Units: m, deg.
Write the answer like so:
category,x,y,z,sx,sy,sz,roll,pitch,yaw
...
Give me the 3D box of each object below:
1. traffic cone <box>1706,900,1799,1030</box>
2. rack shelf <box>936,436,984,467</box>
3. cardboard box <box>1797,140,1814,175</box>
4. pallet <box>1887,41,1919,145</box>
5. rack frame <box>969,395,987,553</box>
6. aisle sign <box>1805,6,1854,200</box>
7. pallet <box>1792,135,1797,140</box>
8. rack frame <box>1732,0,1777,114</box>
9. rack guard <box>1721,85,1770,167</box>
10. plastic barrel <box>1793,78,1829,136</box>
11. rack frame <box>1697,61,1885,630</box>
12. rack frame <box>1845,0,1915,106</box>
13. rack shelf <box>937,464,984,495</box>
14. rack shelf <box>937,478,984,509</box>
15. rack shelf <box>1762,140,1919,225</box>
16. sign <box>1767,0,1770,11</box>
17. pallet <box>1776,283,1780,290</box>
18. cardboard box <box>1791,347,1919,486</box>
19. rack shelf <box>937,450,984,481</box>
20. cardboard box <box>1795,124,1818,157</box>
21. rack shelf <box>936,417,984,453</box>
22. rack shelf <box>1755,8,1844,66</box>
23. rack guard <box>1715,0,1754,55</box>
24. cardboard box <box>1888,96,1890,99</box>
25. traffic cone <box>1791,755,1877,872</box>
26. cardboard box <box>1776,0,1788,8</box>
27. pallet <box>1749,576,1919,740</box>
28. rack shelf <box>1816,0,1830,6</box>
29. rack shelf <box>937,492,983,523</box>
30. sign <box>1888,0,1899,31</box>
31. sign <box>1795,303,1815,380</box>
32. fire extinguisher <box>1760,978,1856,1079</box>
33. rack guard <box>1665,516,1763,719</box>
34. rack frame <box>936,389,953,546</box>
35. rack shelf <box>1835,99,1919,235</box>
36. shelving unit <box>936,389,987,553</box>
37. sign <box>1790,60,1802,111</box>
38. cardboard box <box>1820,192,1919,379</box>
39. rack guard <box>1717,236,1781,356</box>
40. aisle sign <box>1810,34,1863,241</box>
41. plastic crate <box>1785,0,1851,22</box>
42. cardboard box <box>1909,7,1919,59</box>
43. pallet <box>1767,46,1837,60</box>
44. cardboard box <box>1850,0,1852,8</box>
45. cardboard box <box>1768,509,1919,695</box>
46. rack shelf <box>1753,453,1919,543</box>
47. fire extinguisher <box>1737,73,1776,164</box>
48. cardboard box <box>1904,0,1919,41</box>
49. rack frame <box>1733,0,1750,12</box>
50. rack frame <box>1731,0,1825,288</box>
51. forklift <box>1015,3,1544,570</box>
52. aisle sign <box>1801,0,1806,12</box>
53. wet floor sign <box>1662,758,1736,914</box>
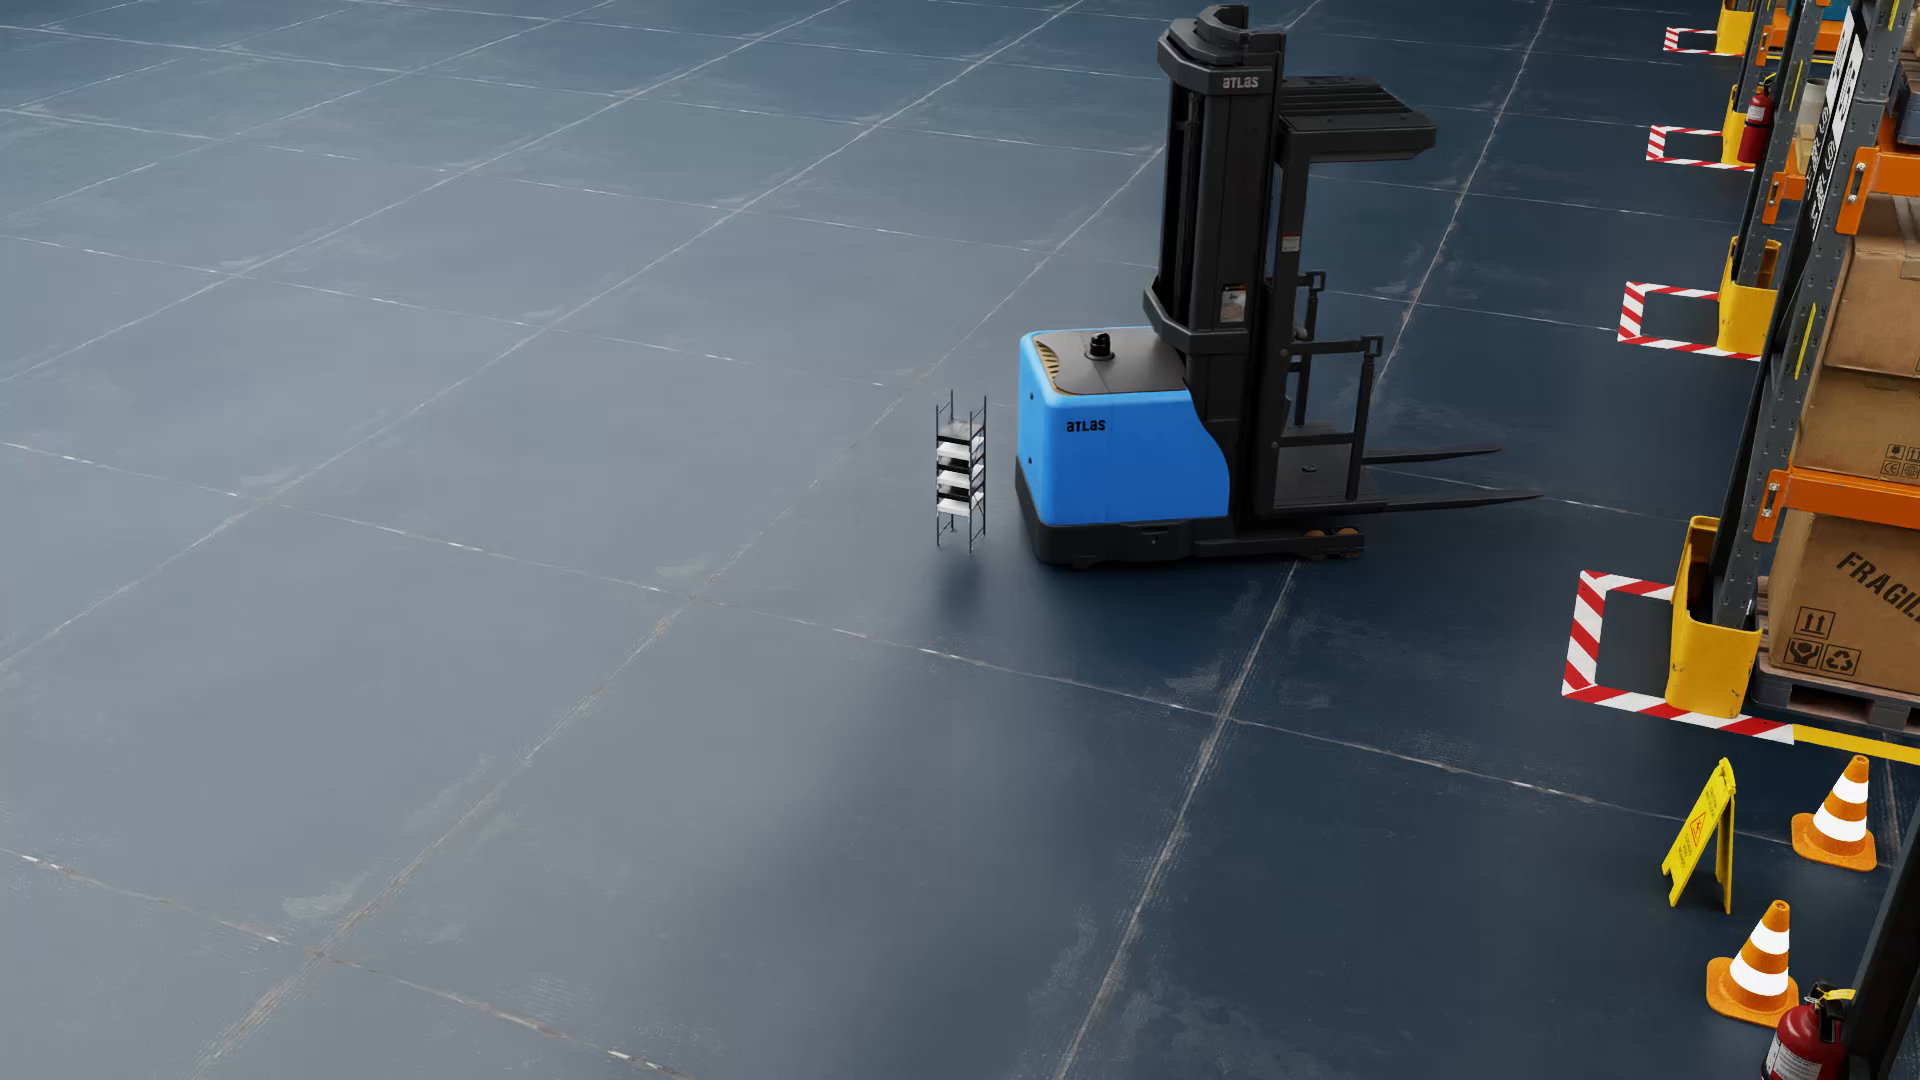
category,x,y,z,sx,sy,sz,roll,pitch,yaw
traffic cone,3.130,1.595,6.459,0.334,0.463,0.336,11,31,19
rack shelf,0.008,-0.518,9.454,0.200,0.077,0.258,11,31,19
cardboard box,6.045,-2.680,11.698,0.250,0.149,0.380,11,31,19
pallet,4.603,-1.843,7.003,1.213,0.211,1.003,11,31,19
rack frame,0.102,-0.371,9.493,0.006,0.900,0.240,11,31,19
aisle sign,3.959,-1.989,7.579,0.004,0.787,0.394,11,31,19
pallet,8.572,-3.850,16.347,1.213,0.211,1.003,11,31,19
rack frame,7.733,-5.209,15.918,0.127,3.000,1.000,11,31,19
rack guard,7.821,-4.128,16.546,0.348,0.500,1.175,11,31,19
plastic barrel,8.371,-4.222,16.273,0.421,0.512,0.421,0,29,0
rack frame,3.912,-0.708,7.954,0.127,3.000,1.000,11,31,19
rack frame,3.912,-3.320,6.478,0.127,3.000,1.000,11,31,19
rack shelf,0.008,-0.361,9.542,0.200,0.077,0.258,11,31,19
rack shelf,0.008,-0.283,9.587,0.200,0.077,0.258,11,31,19
rack shelf,7.724,-2.268,11.444,4.000,0.370,1.077,11,31,19
sign,7.522,-5.080,15.407,0.005,0.325,0.100,11,31,19
pallet,6.680,-1.556,12.289,1.213,0.211,1.003,11,31,19
cardboard box,4.273,-0.725,7.832,0.550,0.550,0.875,11,31,19
rack shelf,0.008,-0.440,9.498,0.200,0.077,0.258,11,31,19
cardboard box,6.212,-2.883,12.057,0.250,0.149,0.380,11,31,19
rack shelf,0.008,-0.596,9.409,0.200,0.077,0.258,11,31,19
rack shelf,9.586,-4.526,15.440,4.000,0.370,1.077,11,31,19
rack guard,9.576,-6.383,20.535,0.348,0.500,1.175,11,31,19
cardboard box,6.370,-3.009,11.622,0.500,0.500,0.875,11,31,19
traffic cone,3.870,1.142,7.259,0.334,0.463,0.336,11,31,19
cardboard box,10.207,-6.816,20.365,0.500,0.500,0.500,11,31,19
pallet,4.682,0.618,8.442,1.213,0.211,1.003,11,31,19
rack shelf,7.724,-3.573,10.706,4.000,0.370,1.077,11,31,19
rack shelf,0.008,-0.205,9.631,0.200,0.077,0.258,11,31,19
sign,3.698,-2.177,6.536,0.005,0.325,0.100,11,31,19
sign,3.698,-0.867,7.276,0.005,0.325,0.100,11,31,19
fire extinguisher,2.212,1.370,4.356,0.183,0.674,0.296,11,31,19
rack guard,3.890,0.376,8.577,0.348,0.500,1.175,11,31,19
rack frame,-0.087,-0.409,9.559,0.006,0.900,0.240,11,31,19
rack shelf,5.765,-1.331,6.738,4.000,0.370,1.077,11,31,19
shelving unit,0.008,-0.390,9.526,0.210,0.900,0.258,11,31,19
sign,5.667,-3.080,11.271,0.005,0.325,0.100,11,31,19
cardboard box,4.241,-1.157,7.499,0.550,0.550,0.875,11,31,19
rack guard,5.941,-1.848,12.512,0.348,0.500,1.175,11,31,19
aisle sign,3.734,-1.716,7.095,0.004,0.787,0.394,11,31,19
plastic crate,8.309,-5.188,16.032,0.616,0.251,0.499,11,31,19
cardboard box,4.348,-2.224,7.314,0.250,0.149,0.380,11,31,19
pallet,10.323,-6.131,20.382,1.213,0.211,1.003,11,31,19
cardboard box,6.473,-3.570,11.598,0.500,0.500,0.500,11,31,19
cardboard box,4.565,0.130,8.205,0.875,0.875,0.875,11,31,19
rack shelf,5.765,-0.025,7.476,4.000,0.370,1.077,11,31,19
fire extinguisher,5.938,-3.148,12.350,0.183,0.674,0.296,11,31,19
cardboard box,6.278,-3.333,11.178,0.500,0.500,0.500,11,31,19
rack frame,9.598,-7.467,19.912,0.127,3.000,1.000,11,31,19
rack frame,5.870,-2.951,11.922,0.127,3.000,1.000,11,31,19
forklift,1.892,-1.418,9.281,3.031,2.935,1.130,-4,30,-6
aisle sign,5.700,-3.957,11.061,0.004,0.787,0.394,11,31,19
wet floor sign,3.141,1.215,6.945,0.232,0.644,0.267,6,30,11
